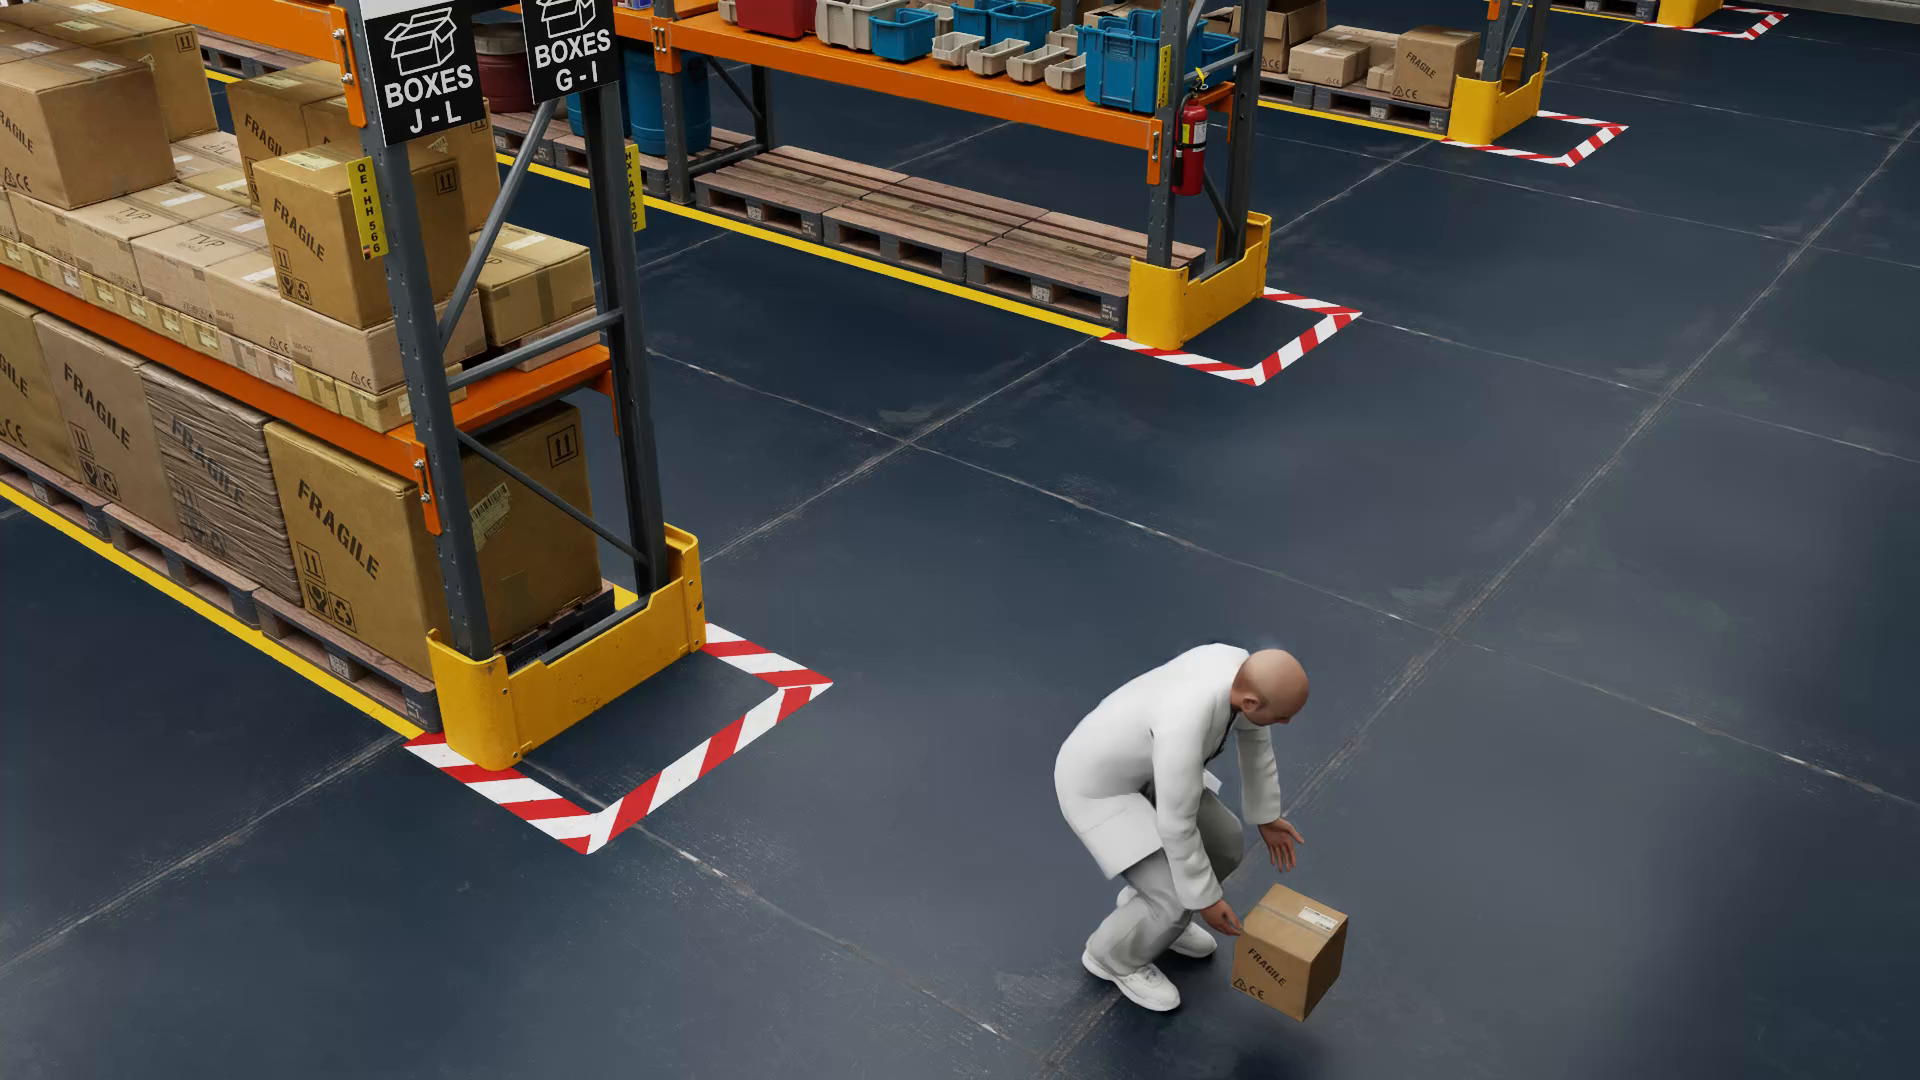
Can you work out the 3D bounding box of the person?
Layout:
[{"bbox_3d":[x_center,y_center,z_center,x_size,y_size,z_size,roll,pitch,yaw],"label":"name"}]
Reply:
[{"bbox_3d":[0.672,0.824,5.200,0.764,1.322,0.631,21,36,31],"label":"person"}]
